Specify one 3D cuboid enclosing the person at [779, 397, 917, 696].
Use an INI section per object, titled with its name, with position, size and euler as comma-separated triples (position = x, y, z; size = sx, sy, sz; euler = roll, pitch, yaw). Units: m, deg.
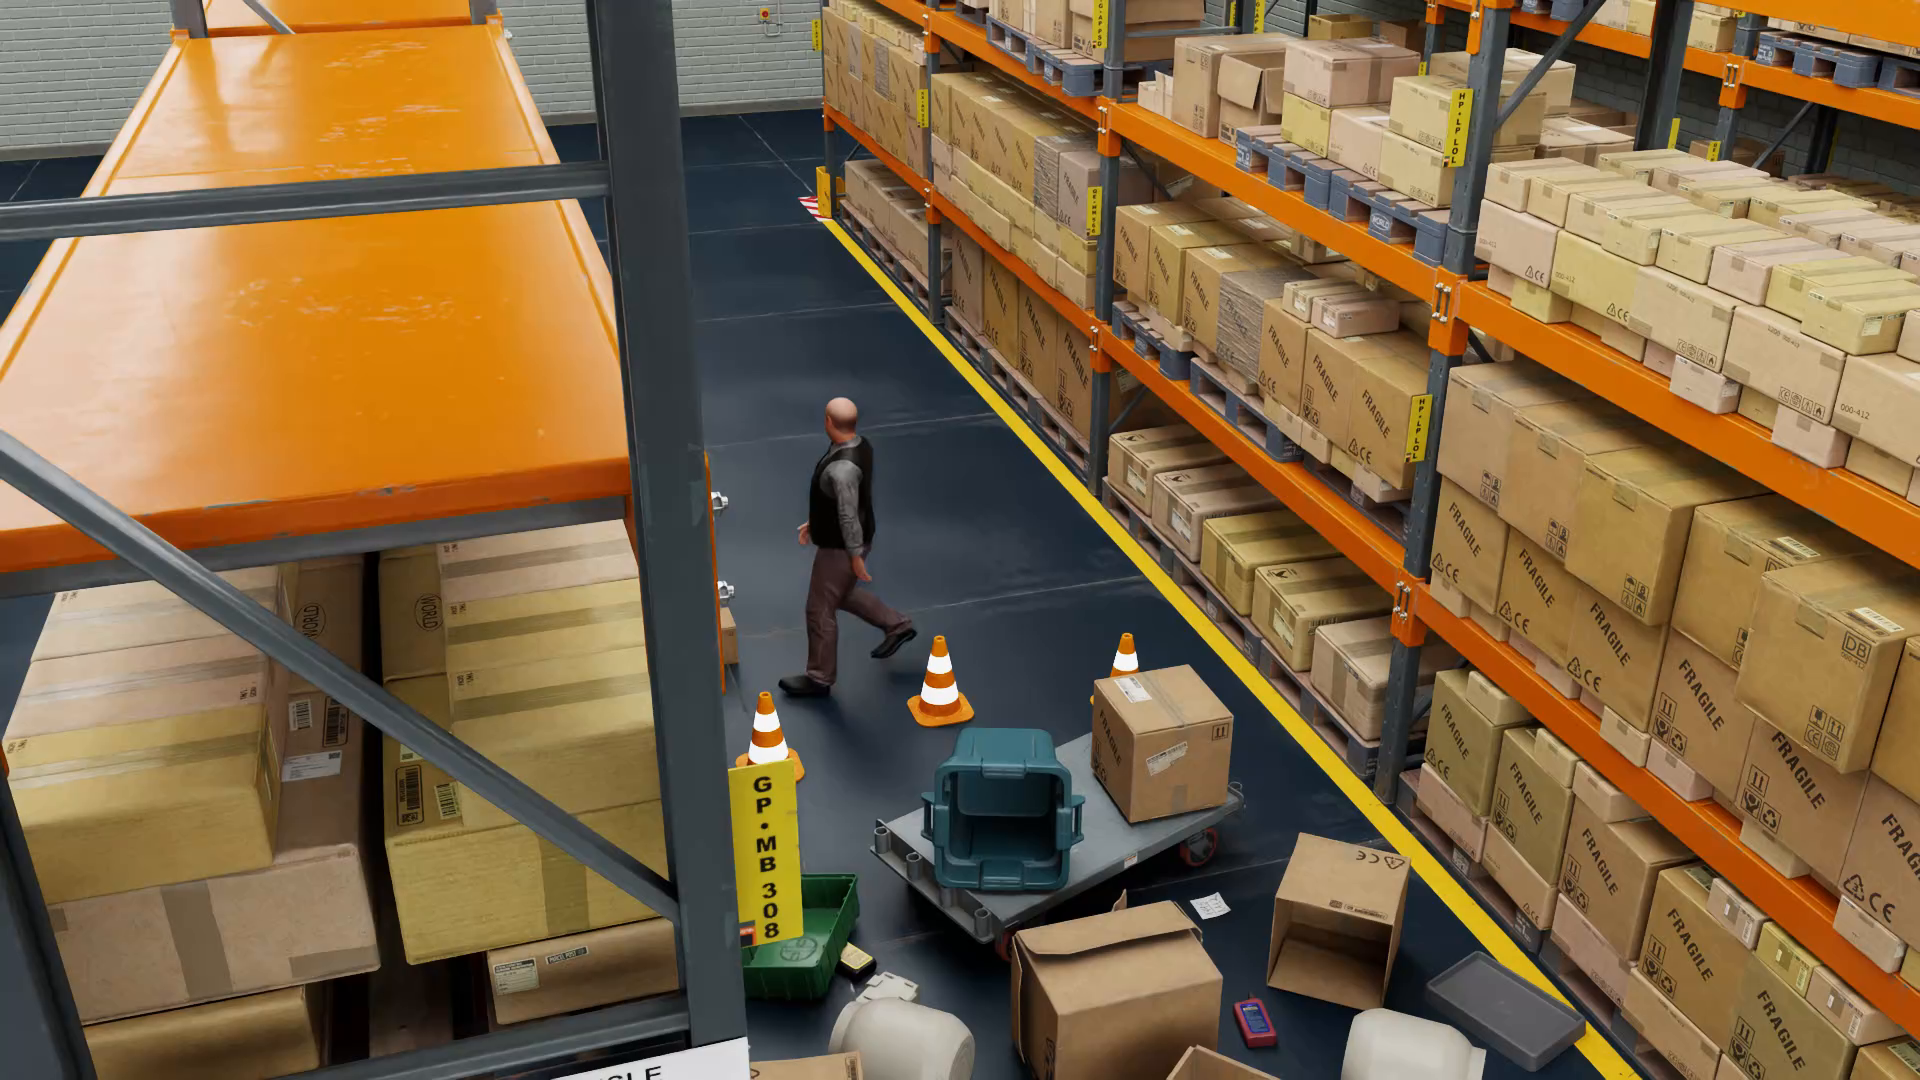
[person]
position = -0.642, 0.023, 9.359
size = 0.748, 1.692, 0.575
euler = 3, 26, 6
